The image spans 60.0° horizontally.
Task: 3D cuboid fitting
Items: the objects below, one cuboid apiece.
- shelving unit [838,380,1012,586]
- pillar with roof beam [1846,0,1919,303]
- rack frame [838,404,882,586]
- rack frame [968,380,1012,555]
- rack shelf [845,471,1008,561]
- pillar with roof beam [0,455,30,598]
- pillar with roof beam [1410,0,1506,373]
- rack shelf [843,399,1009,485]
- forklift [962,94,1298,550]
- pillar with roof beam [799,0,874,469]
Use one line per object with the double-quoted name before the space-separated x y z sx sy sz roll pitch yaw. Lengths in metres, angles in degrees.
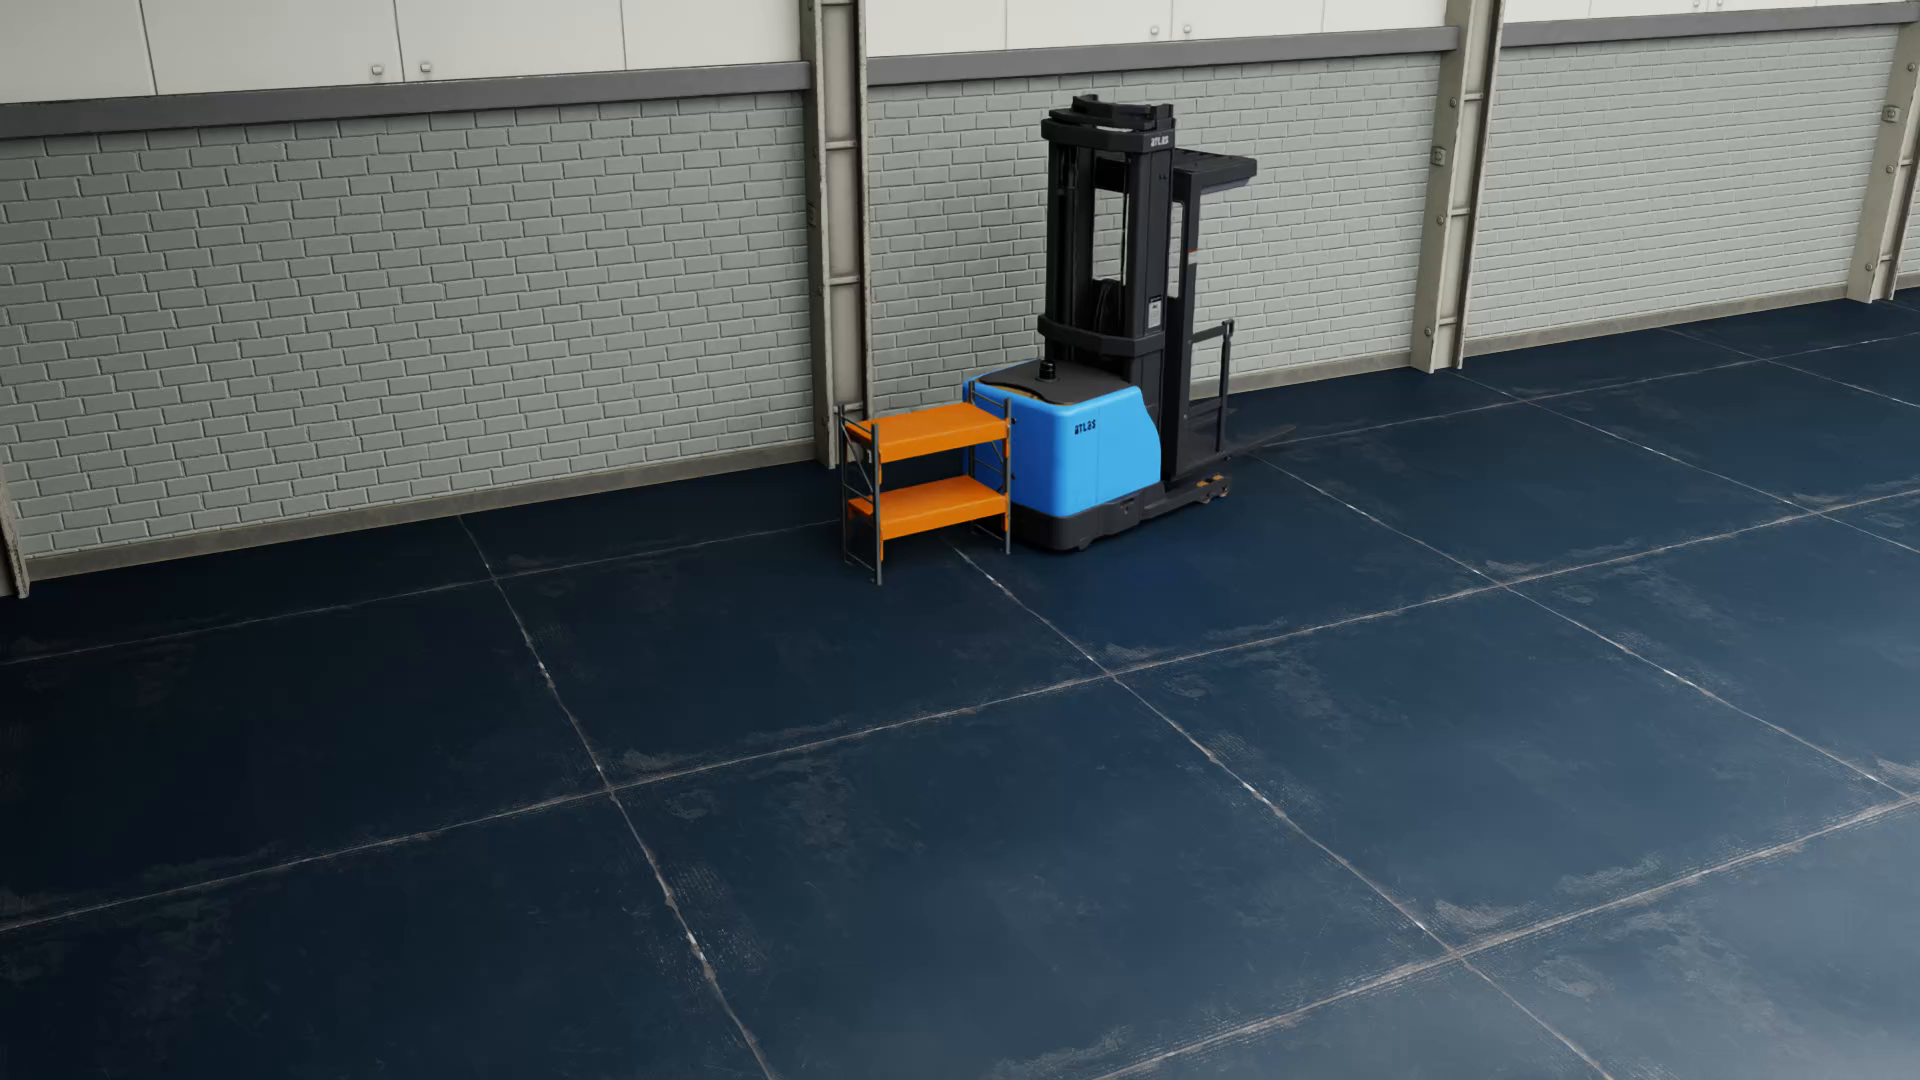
"shelving unit" -0.231 -0.399 11.242 1.048 1.125 0.538 -13 26 -29
"pillar with roof beam" 11.759 -5.308 12.807 0.400 9.000 9.100 -10 25 -24
"rack frame" -0.664 -0.296 10.995 0.032 1.125 0.500 -13 26 -29
"rack frame" 0.201 -0.501 11.490 0.032 1.125 0.500 -13 26 -29
"rack shelf" -0.231 -0.173 11.336 1.000 0.278 0.538 -13 26 -29
"pillar with roof beam" -4.460 -2.322 5.594 0.400 9.000 9.100 -10 25 -24
"pillar with roof beam" 6.353 -4.313 10.403 0.400 9.000 9.100 -10 25 -24
"rack shelf" -0.231 -0.669 11.130 1.000 0.278 0.538 -13 26 -29
"forklift" 1.405 -1.749 12.144 3.031 2.935 1.130 -21 30 -40
"pillar with roof beam" 0.946 -3.317 7.998 0.400 9.000 9.100 -10 25 -24
